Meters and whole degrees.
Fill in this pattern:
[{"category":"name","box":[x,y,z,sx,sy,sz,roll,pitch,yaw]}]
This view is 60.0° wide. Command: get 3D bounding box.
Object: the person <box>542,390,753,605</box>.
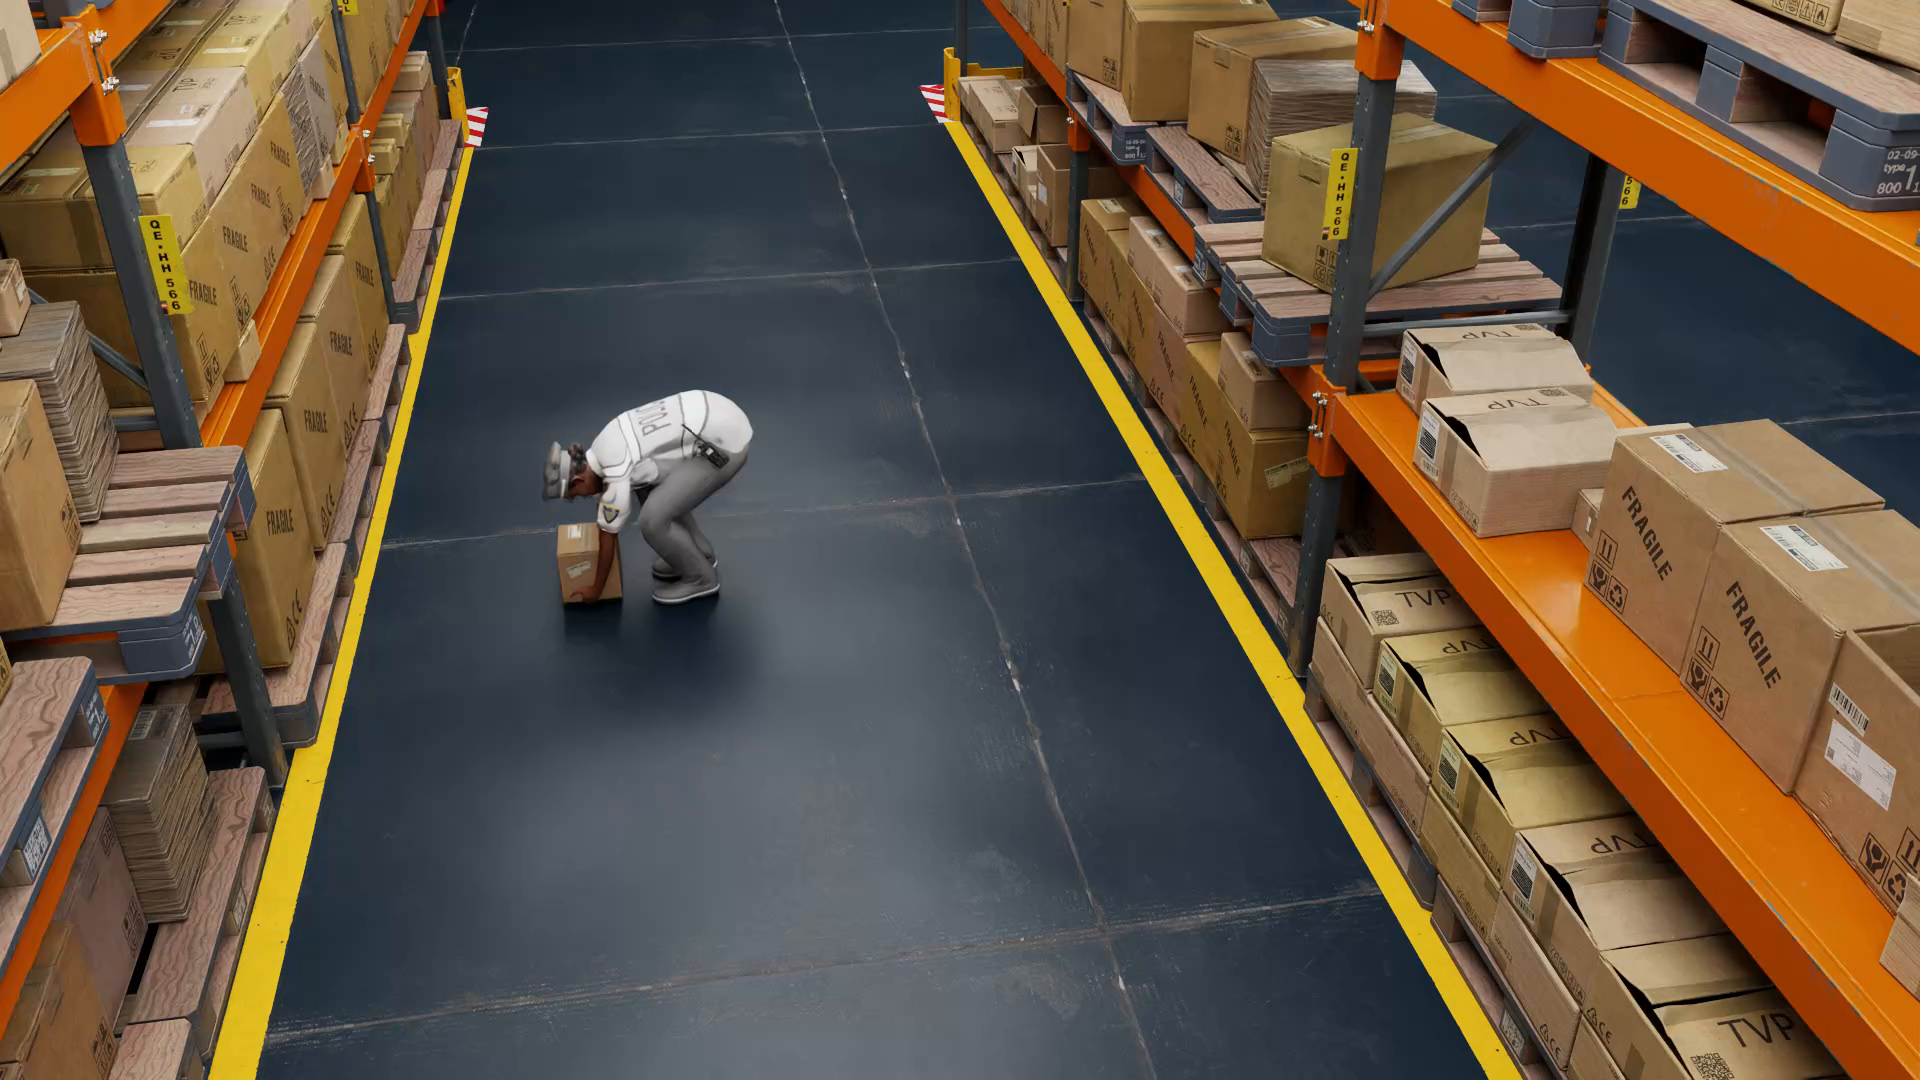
[{"category":"person","box":[-1.332,-0.174,7.172,0.905,0.896,0.447,-7,32,-11]}]
